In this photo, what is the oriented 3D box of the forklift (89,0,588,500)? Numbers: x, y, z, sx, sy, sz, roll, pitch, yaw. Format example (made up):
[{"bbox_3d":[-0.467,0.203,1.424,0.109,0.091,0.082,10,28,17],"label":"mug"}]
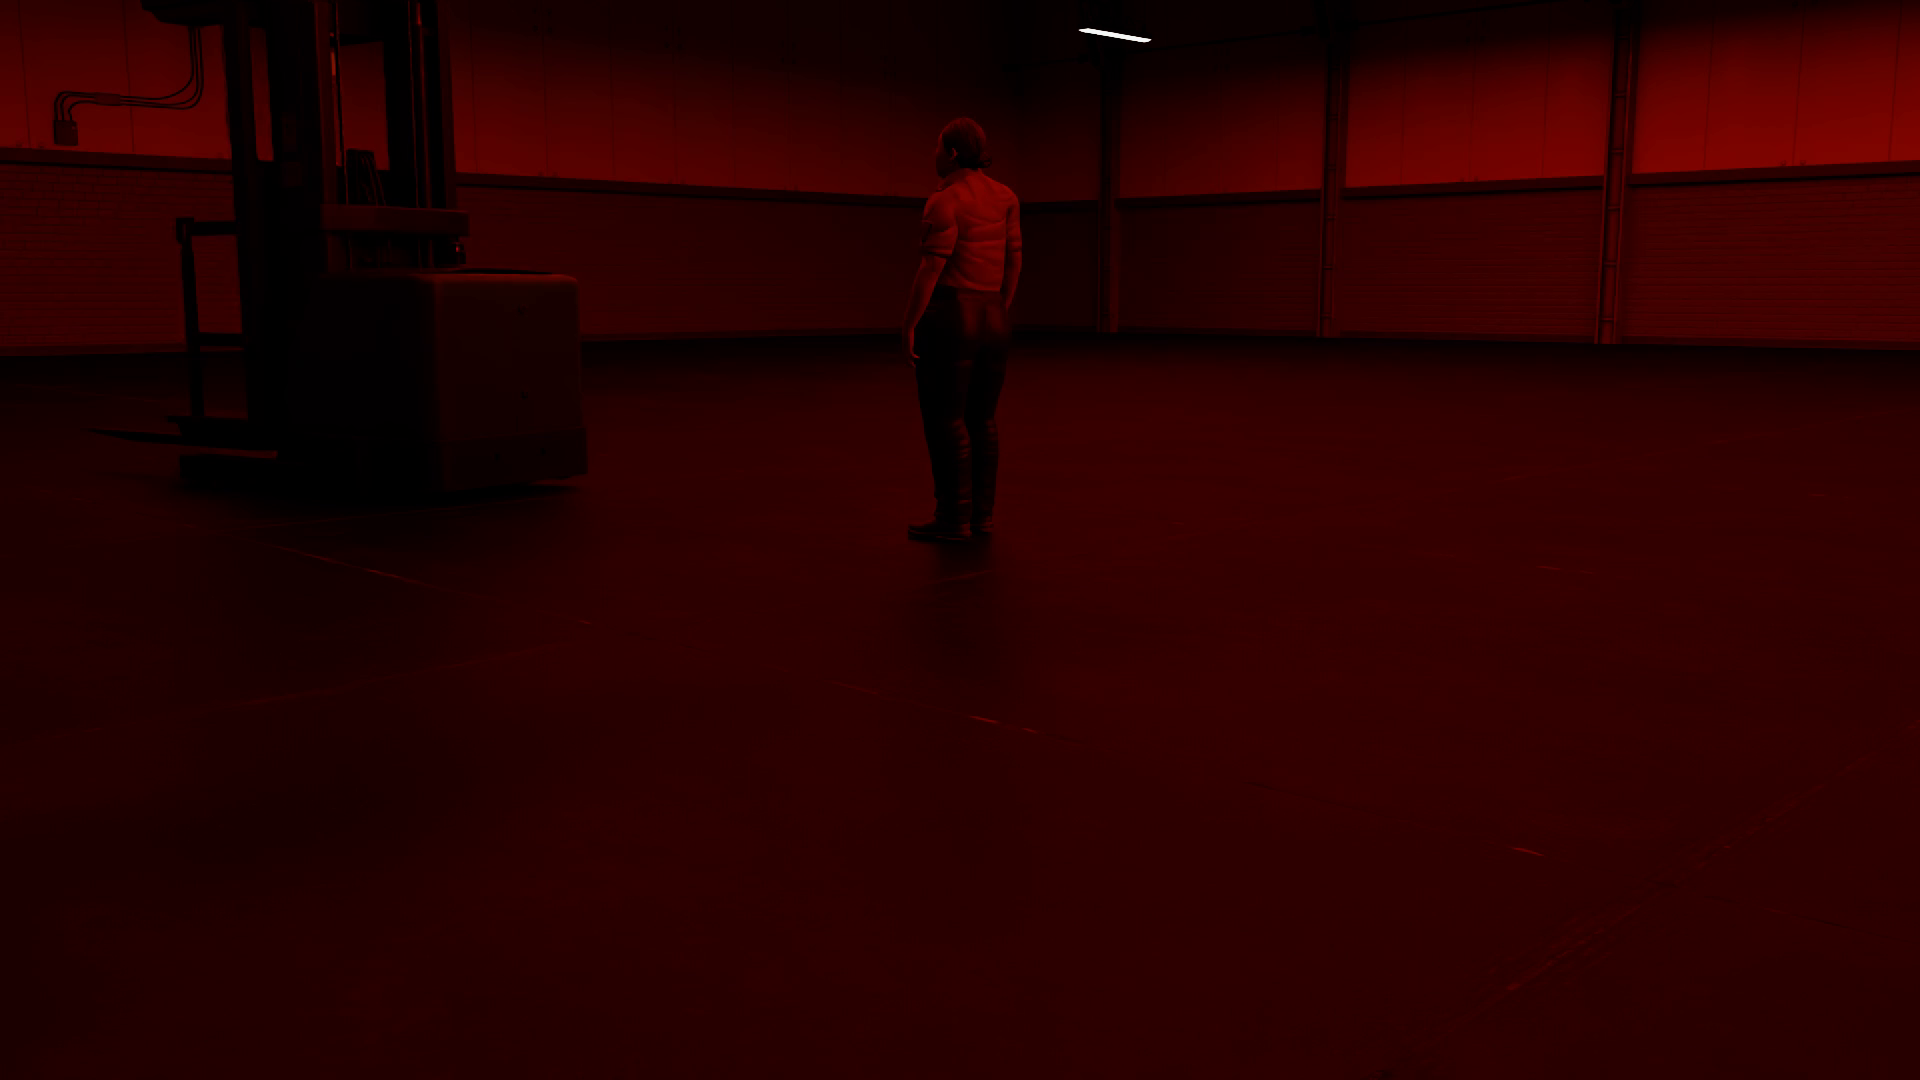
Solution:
[{"bbox_3d":[-3.428,-1.774,8.656,3.031,2.935,1.130,5,10,31],"label":"forklift"}]

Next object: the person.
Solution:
[{"bbox_3d":[-0.049,-0.833,6.672,0.502,1.651,0.598,8,12,43],"label":"person"}]
